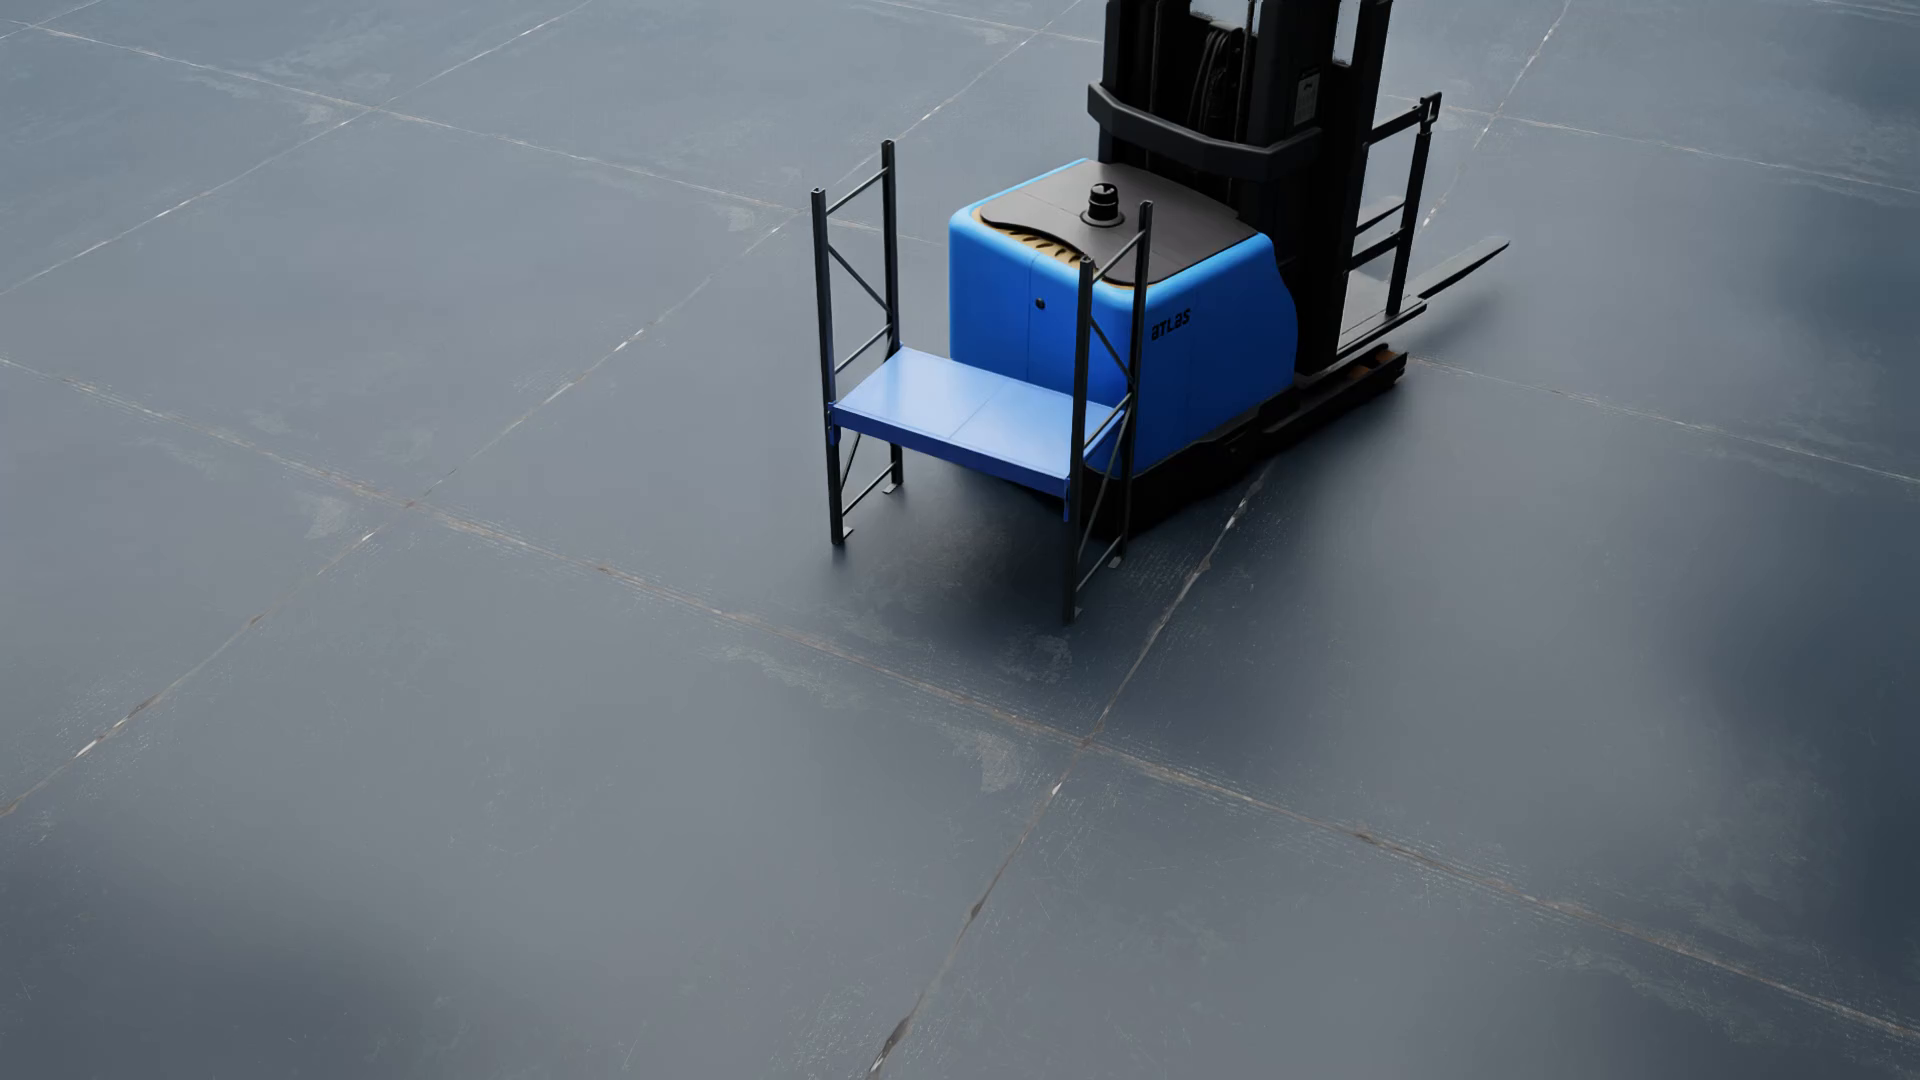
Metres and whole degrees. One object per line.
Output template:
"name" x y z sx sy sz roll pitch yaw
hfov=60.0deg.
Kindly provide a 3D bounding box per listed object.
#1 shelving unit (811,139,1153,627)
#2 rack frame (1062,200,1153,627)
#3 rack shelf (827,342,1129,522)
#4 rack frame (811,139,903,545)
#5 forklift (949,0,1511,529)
"shelving unit" 0.071 -0.562 6.067 1.048 1.500 0.538 19 41 23
"rack frame" 0.514 -0.411 5.868 0.032 1.500 0.500 19 41 23
"rack shelf" 0.071 -0.419 6.176 1.000 0.185 0.538 19 41 23
"rack frame" -0.371 -0.714 6.267 0.032 1.500 0.500 19 41 23
"forklift" 1.361 -1.981 6.753 3.031 2.935 1.130 -29 46 -33
